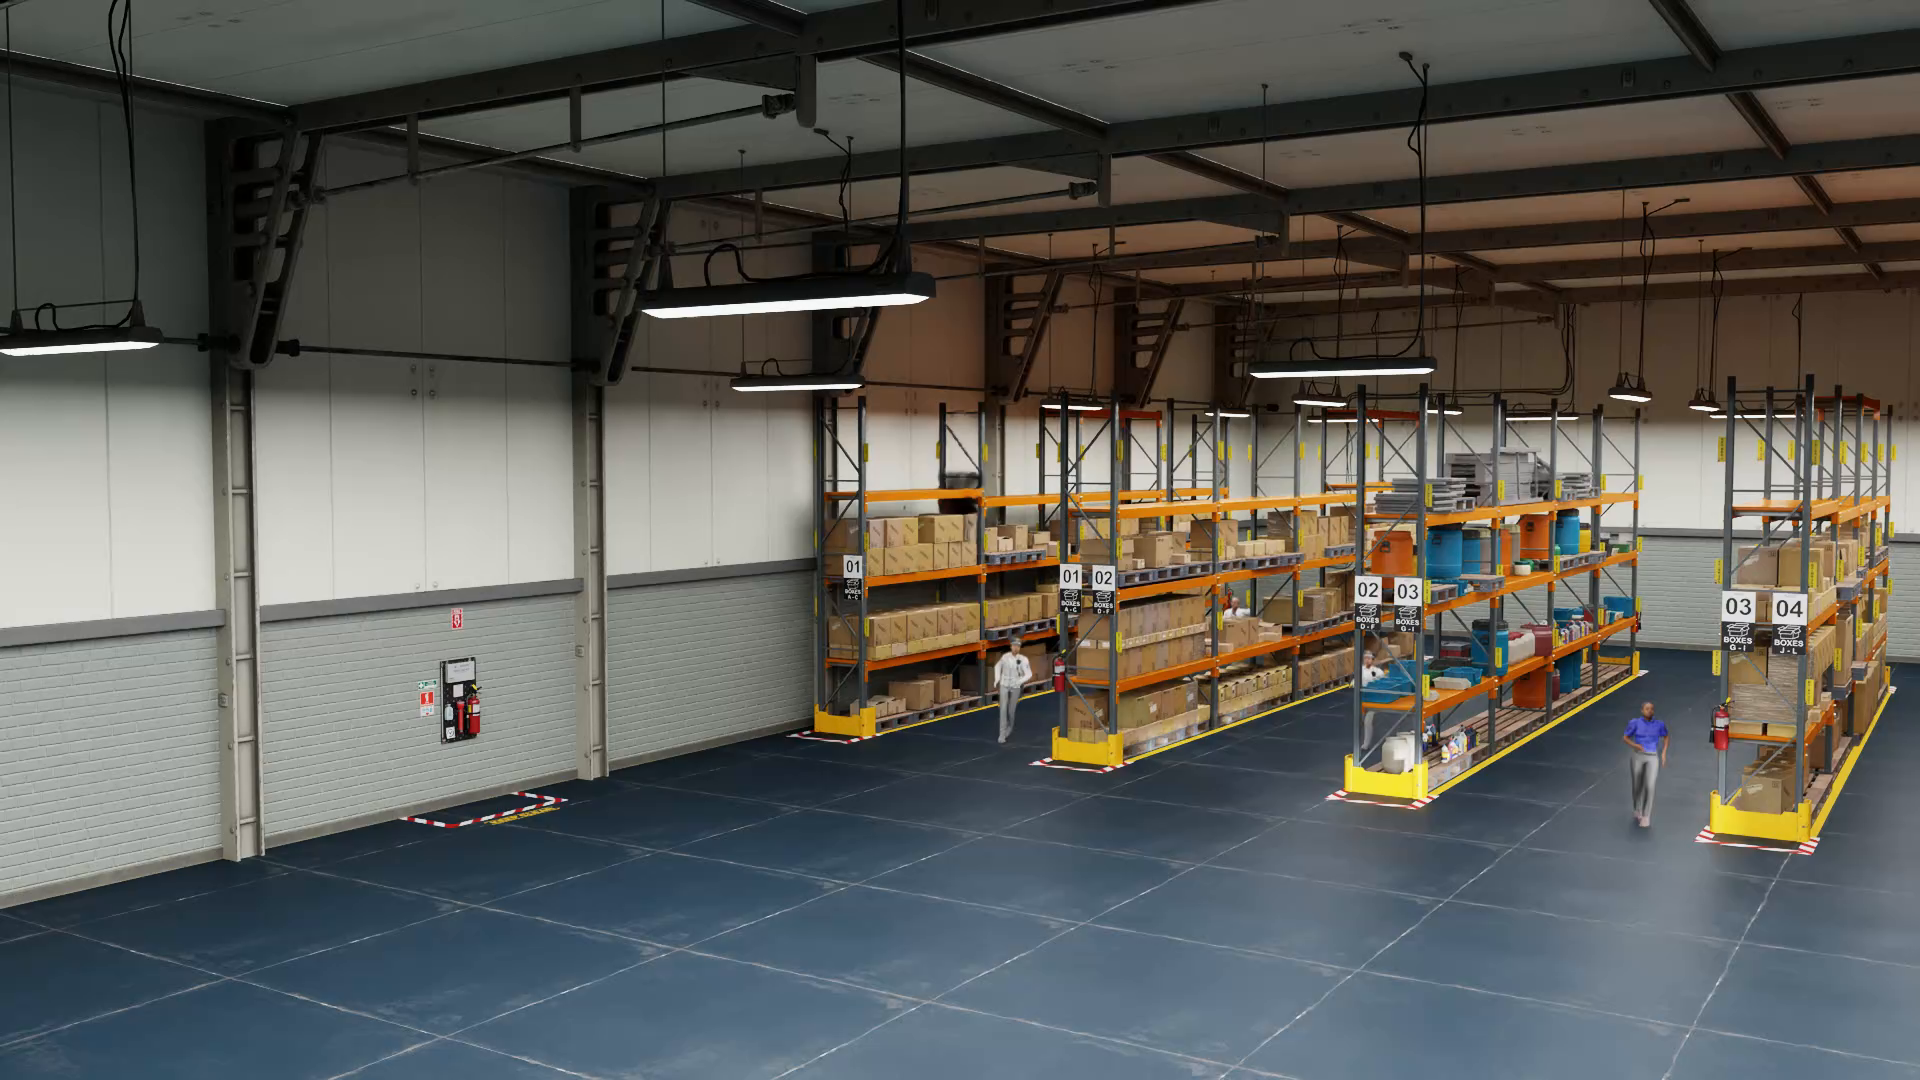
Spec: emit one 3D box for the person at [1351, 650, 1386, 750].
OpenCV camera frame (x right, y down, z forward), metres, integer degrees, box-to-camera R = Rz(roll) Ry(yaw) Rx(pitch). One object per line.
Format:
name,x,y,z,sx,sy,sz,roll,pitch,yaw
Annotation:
person,6.944,2.691,28.210,0.636,1.663,0.759,2,4,31

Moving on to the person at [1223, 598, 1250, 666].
person,6.055,2.153,36.649,0.715,1.766,1.006,2,4,36

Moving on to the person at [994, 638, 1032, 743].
person,0.867,2.454,27.454,0.645,1.703,0.693,1,3,10

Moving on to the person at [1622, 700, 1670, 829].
person,9.245,3.005,22.431,0.587,1.686,0.678,1,3,24
